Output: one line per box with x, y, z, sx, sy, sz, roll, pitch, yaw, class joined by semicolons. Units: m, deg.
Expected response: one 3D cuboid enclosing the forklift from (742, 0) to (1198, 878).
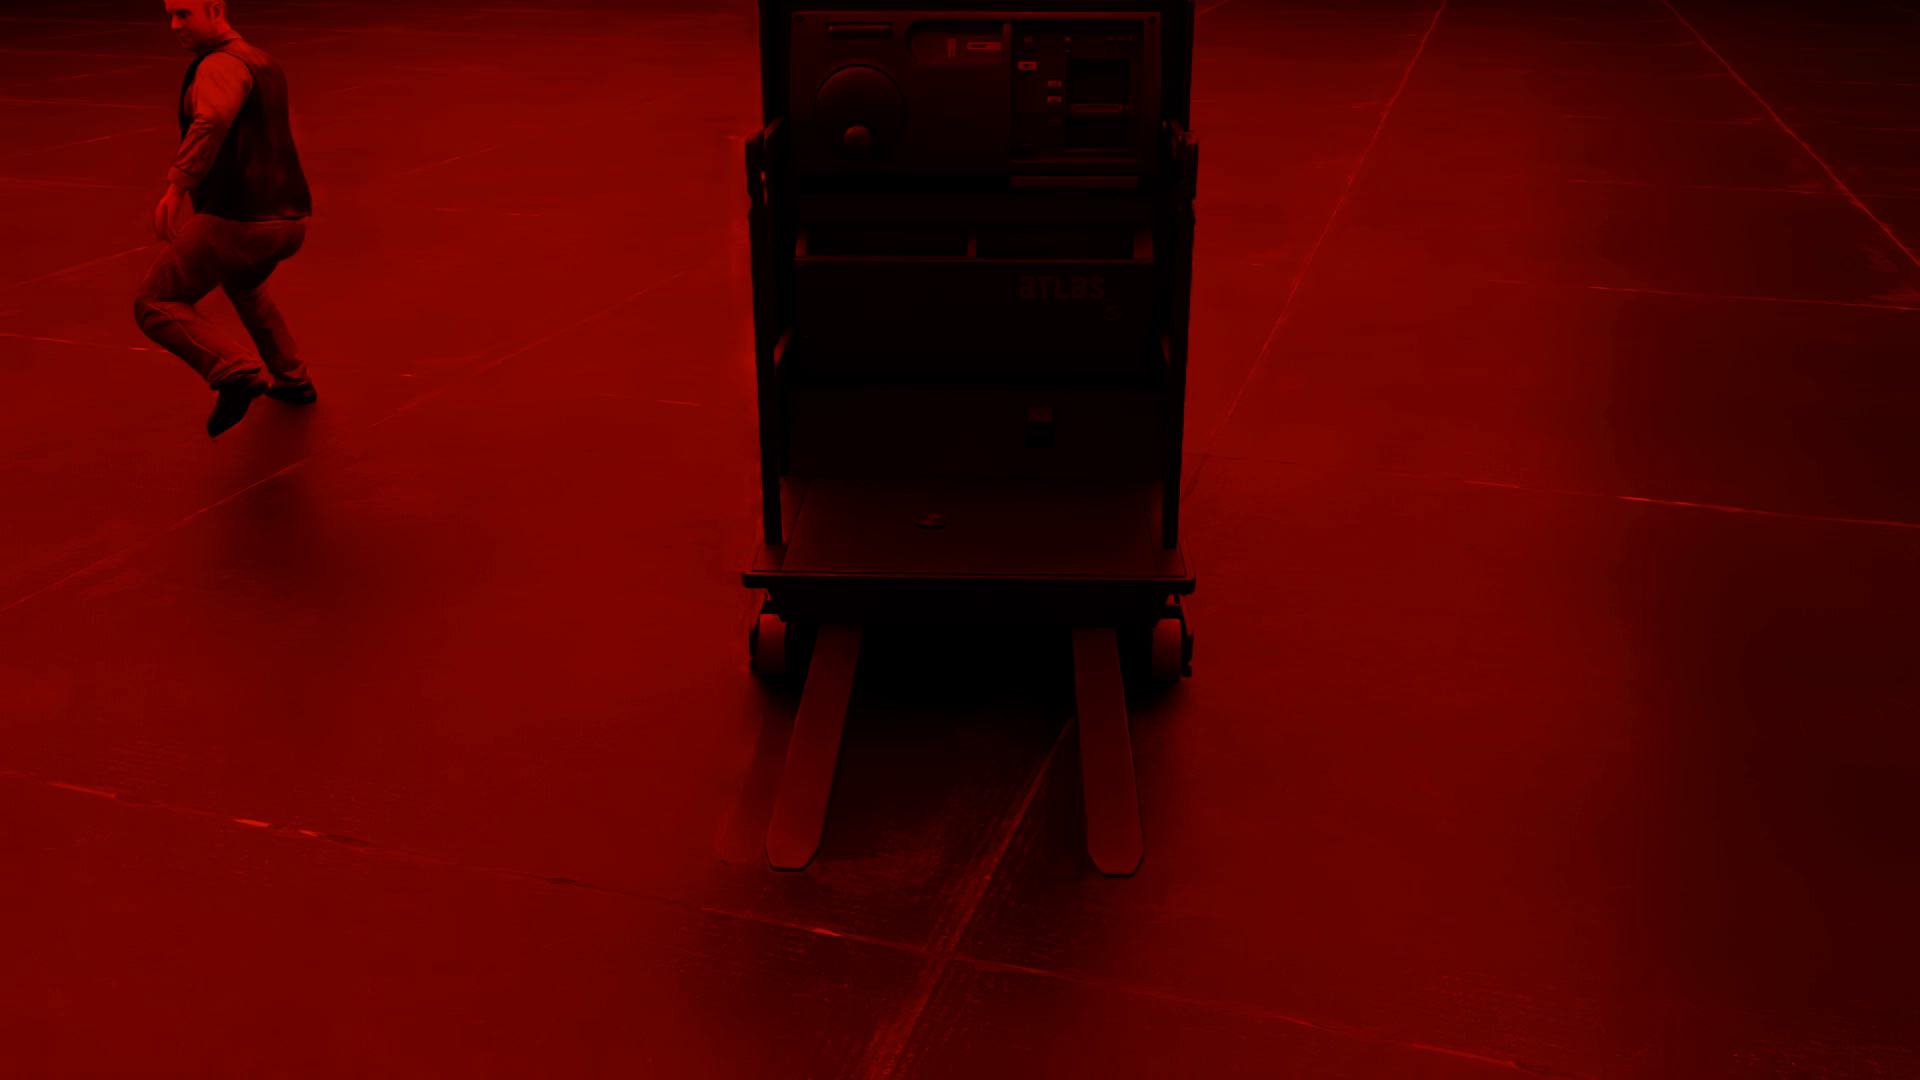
0.033;-1.116;3.983;1.130;2.935;3.031;1;22;2;forklift

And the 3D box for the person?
-2.597;-1.185;5.979;0.503;1.603;1.047;3;23;7;person
